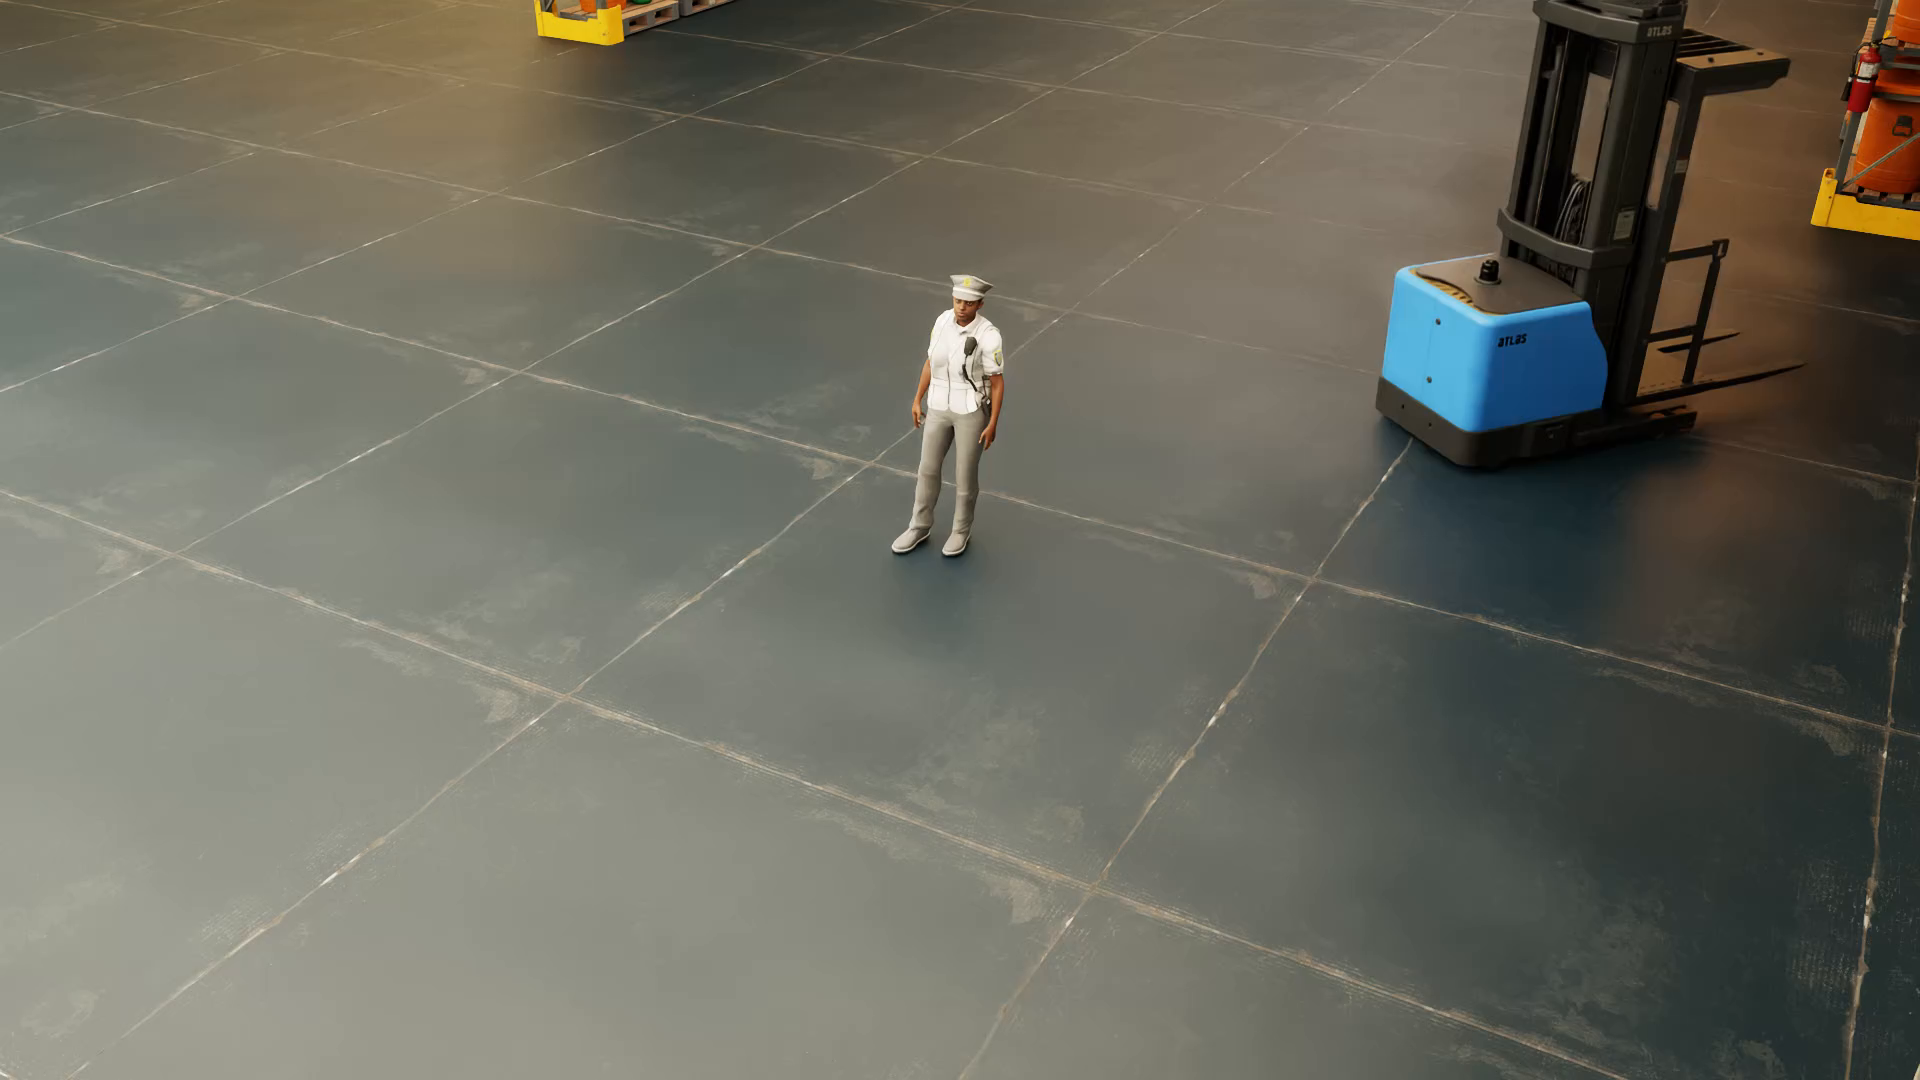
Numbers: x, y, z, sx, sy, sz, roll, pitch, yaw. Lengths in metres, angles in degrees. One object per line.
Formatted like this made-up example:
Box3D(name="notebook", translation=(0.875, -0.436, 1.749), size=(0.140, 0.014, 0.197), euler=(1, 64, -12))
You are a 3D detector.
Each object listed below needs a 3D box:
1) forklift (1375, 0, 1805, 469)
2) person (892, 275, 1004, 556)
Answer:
Box3D(name="forklift", translation=(4.426, -2.189, 10.863), size=(3.031, 2.935, 1.130), euler=(-11, 32, -19))
Box3D(name="person", translation=(-0.054, -0.712, 9.527), size=(0.569, 1.694, 0.530), euler=(15, 33, 25))
